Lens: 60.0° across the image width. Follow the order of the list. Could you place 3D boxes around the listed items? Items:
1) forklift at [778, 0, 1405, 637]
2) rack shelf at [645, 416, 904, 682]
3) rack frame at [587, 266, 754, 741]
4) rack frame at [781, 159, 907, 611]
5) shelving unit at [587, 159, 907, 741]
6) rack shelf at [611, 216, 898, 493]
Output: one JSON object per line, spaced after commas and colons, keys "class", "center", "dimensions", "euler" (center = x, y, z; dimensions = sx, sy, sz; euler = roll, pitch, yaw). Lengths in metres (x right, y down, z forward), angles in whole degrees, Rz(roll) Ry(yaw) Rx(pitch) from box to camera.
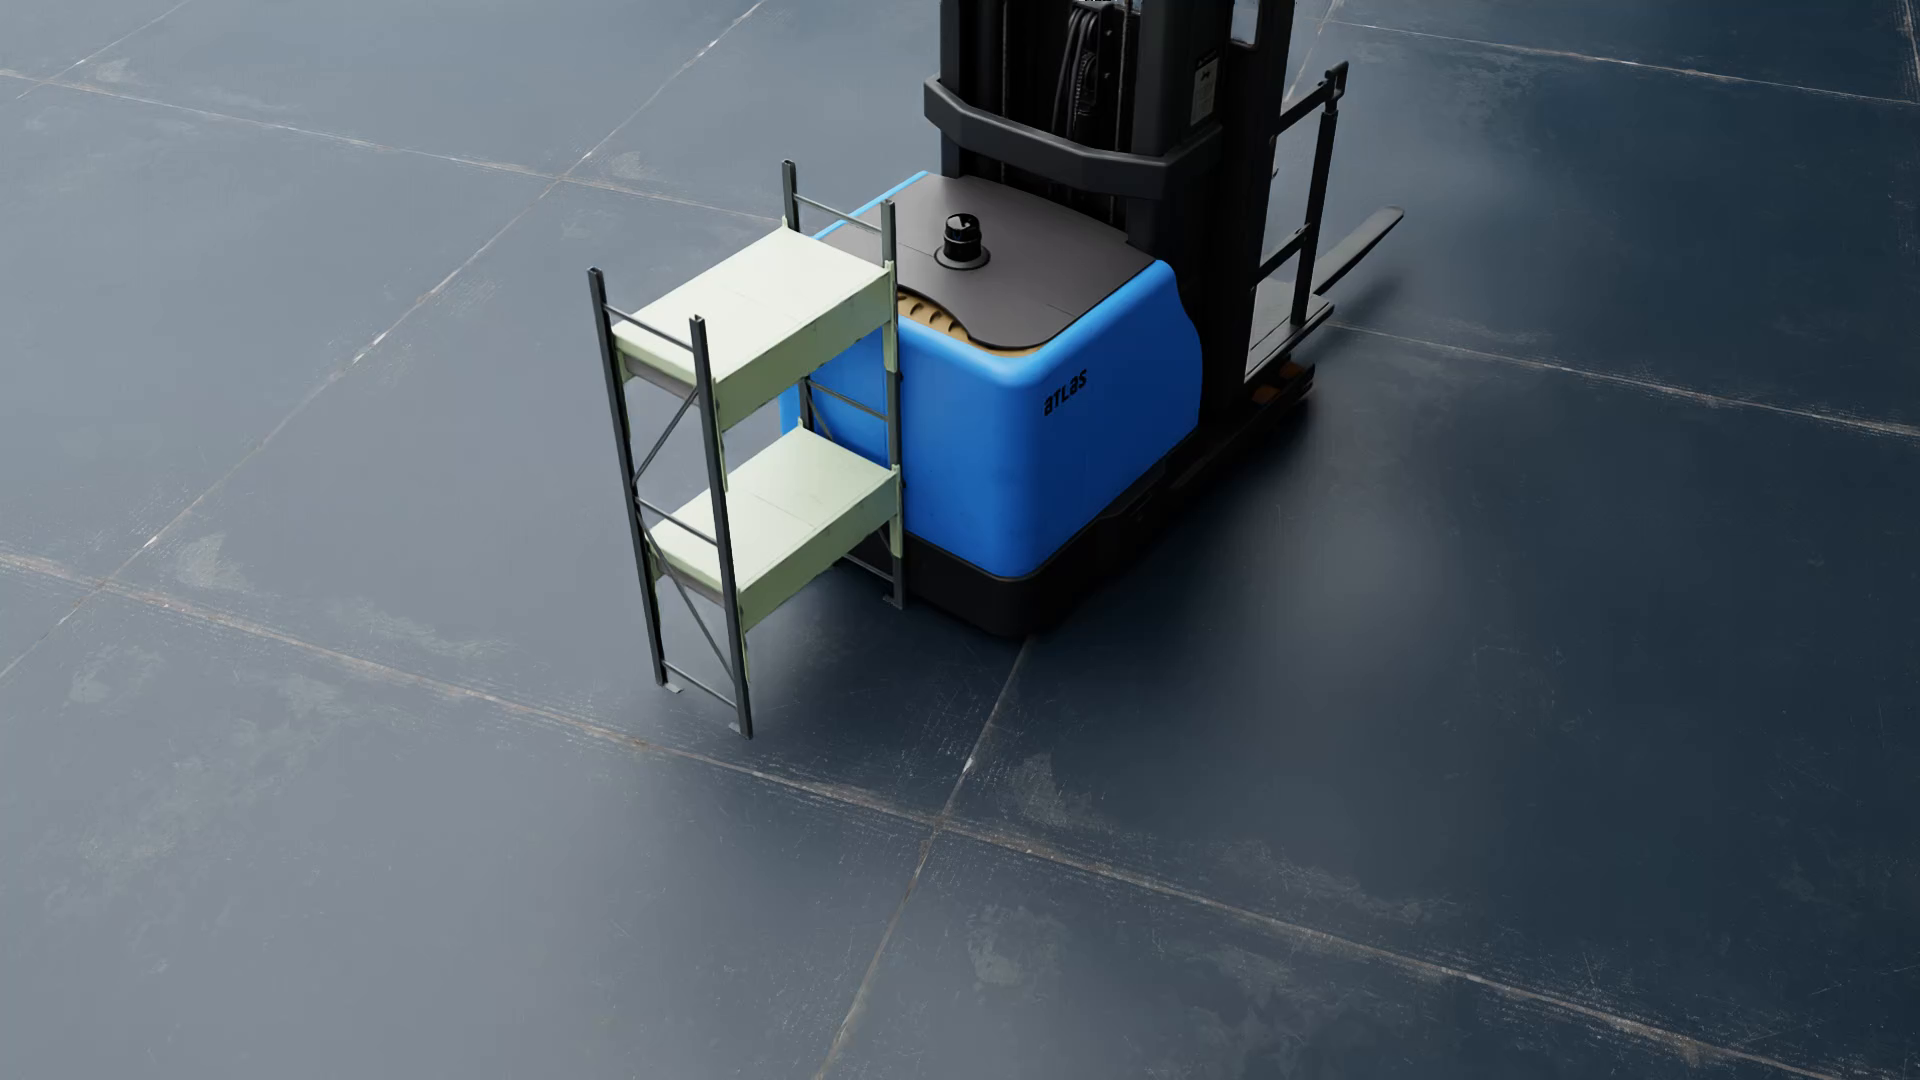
{"class": "forklift", "center": [0.694, -1.708, 5.494], "dimensions": [1.130, 2.935, 3.031], "euler": [27, 47, 28]}
{"class": "rack shelf", "center": [-0.565, 0.014, 5.081], "dimensions": [0.431, 0.370, 0.720], "euler": [27, 47, 28]}
{"class": "rack frame", "center": [-0.790, -0.047, 4.650], "dimensions": [0.400, 1.500, 0.023], "euler": [27, 47, 28]}
{"class": "rack frame", "center": [-0.340, -0.422, 5.089], "dimensions": [0.400, 1.500, 0.023], "euler": [27, 47, 28]}
{"class": "shelving unit", "center": [-0.565, -0.234, 4.869], "dimensions": [0.431, 1.500, 0.755], "euler": [27, 47, 28]}
{"class": "rack shelf", "center": [-0.565, -0.531, 4.616], "dimensions": [0.431, 0.370, 0.720], "euler": [27, 47, 28]}
